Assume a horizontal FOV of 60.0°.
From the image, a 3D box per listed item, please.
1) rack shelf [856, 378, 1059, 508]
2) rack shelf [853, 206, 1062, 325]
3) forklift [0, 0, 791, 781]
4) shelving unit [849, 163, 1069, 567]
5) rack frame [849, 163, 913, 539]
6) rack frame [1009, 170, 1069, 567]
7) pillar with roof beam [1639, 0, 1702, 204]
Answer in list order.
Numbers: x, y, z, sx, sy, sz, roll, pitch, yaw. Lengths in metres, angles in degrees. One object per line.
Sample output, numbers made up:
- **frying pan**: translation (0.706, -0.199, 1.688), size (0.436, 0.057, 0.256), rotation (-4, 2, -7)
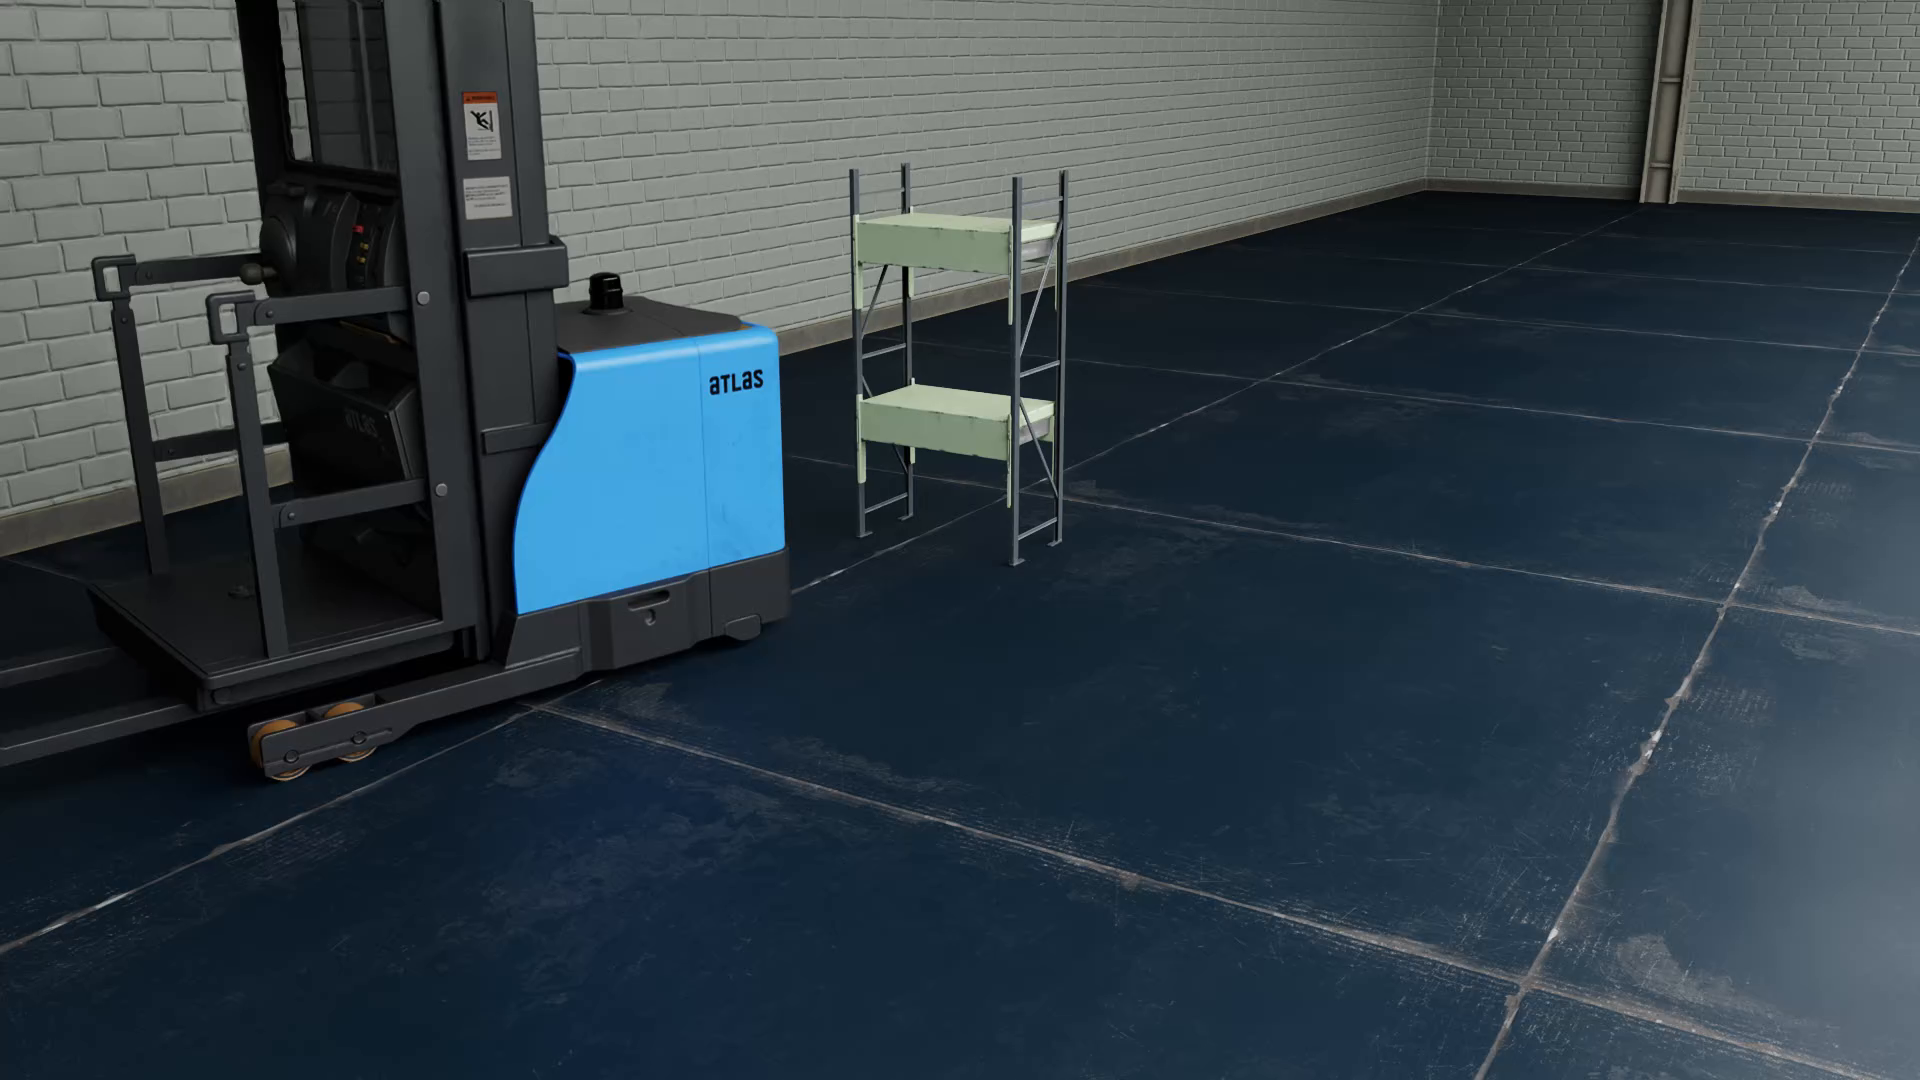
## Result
- **rack shelf**: translation (-0.006, -0.407, 6.761), size (0.720, 0.370, 0.431), rotation (10, 20, 30)
- **rack shelf**: translation (-0.006, -1.092, 6.553), size (0.720, 0.370, 0.431), rotation (10, 20, 30)
- **forklift**: translation (-2.023, -0.899, 4.796), size (3.031, 2.935, 1.130), rotation (-15, 22, -40)
- **shelving unit**: translation (-0.006, -0.719, 6.667), size (0.755, 1.500, 0.431), rotation (10, 20, 30)
- **rack frame**: translation (-0.318, -0.774, 6.850), size (0.023, 1.500, 0.400), rotation (10, 20, 30)
- **rack frame**: translation (0.306, -0.663, 6.483), size (0.023, 1.500, 0.400), rotation (10, 20, 30)
- **pillar with roof beam**: translation (6.479, -7.469, 15.986), size (0.400, 9.000, 9.100), rotation (10, 20, 30)
